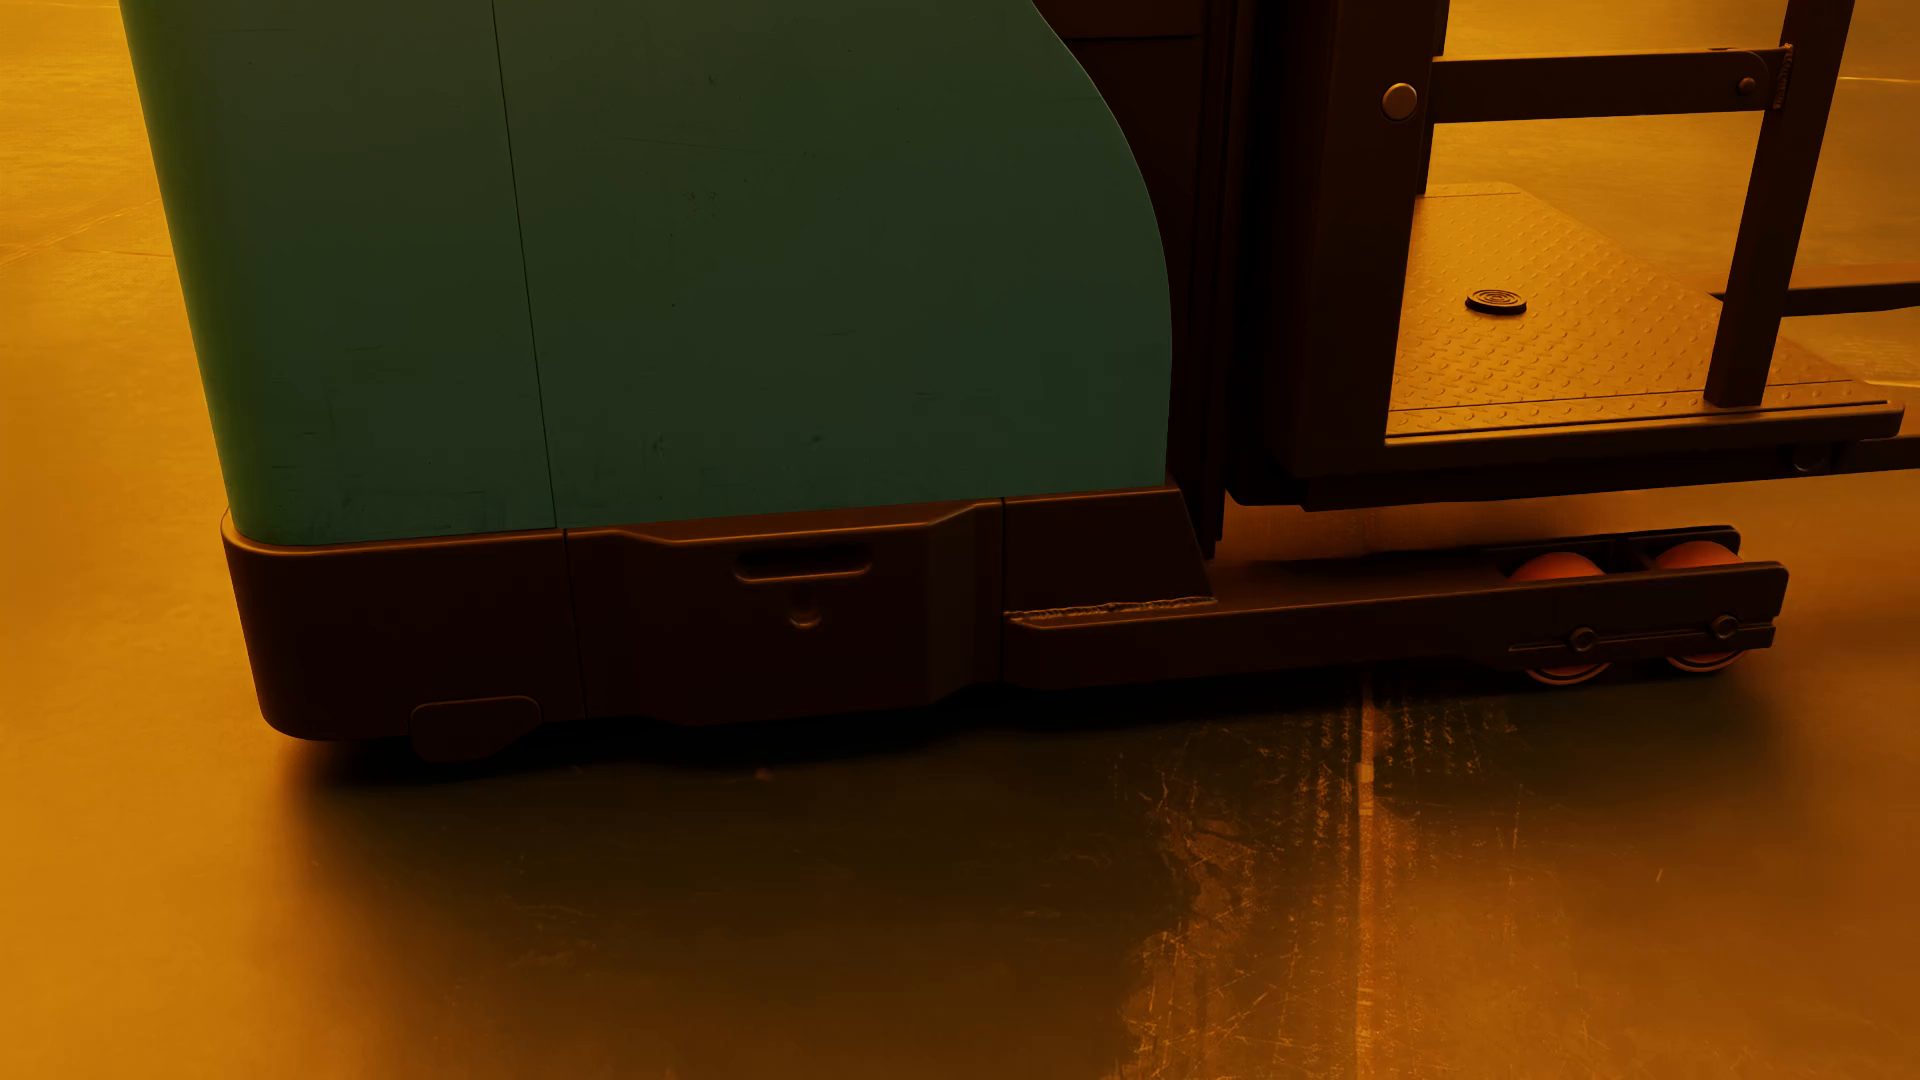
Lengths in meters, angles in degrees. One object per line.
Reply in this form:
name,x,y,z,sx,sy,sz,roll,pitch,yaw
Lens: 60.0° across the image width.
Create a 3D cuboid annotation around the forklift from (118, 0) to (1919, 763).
forklift,0.600,-1.354,1.930,3.031,2.935,1.130,-4,27,-9
